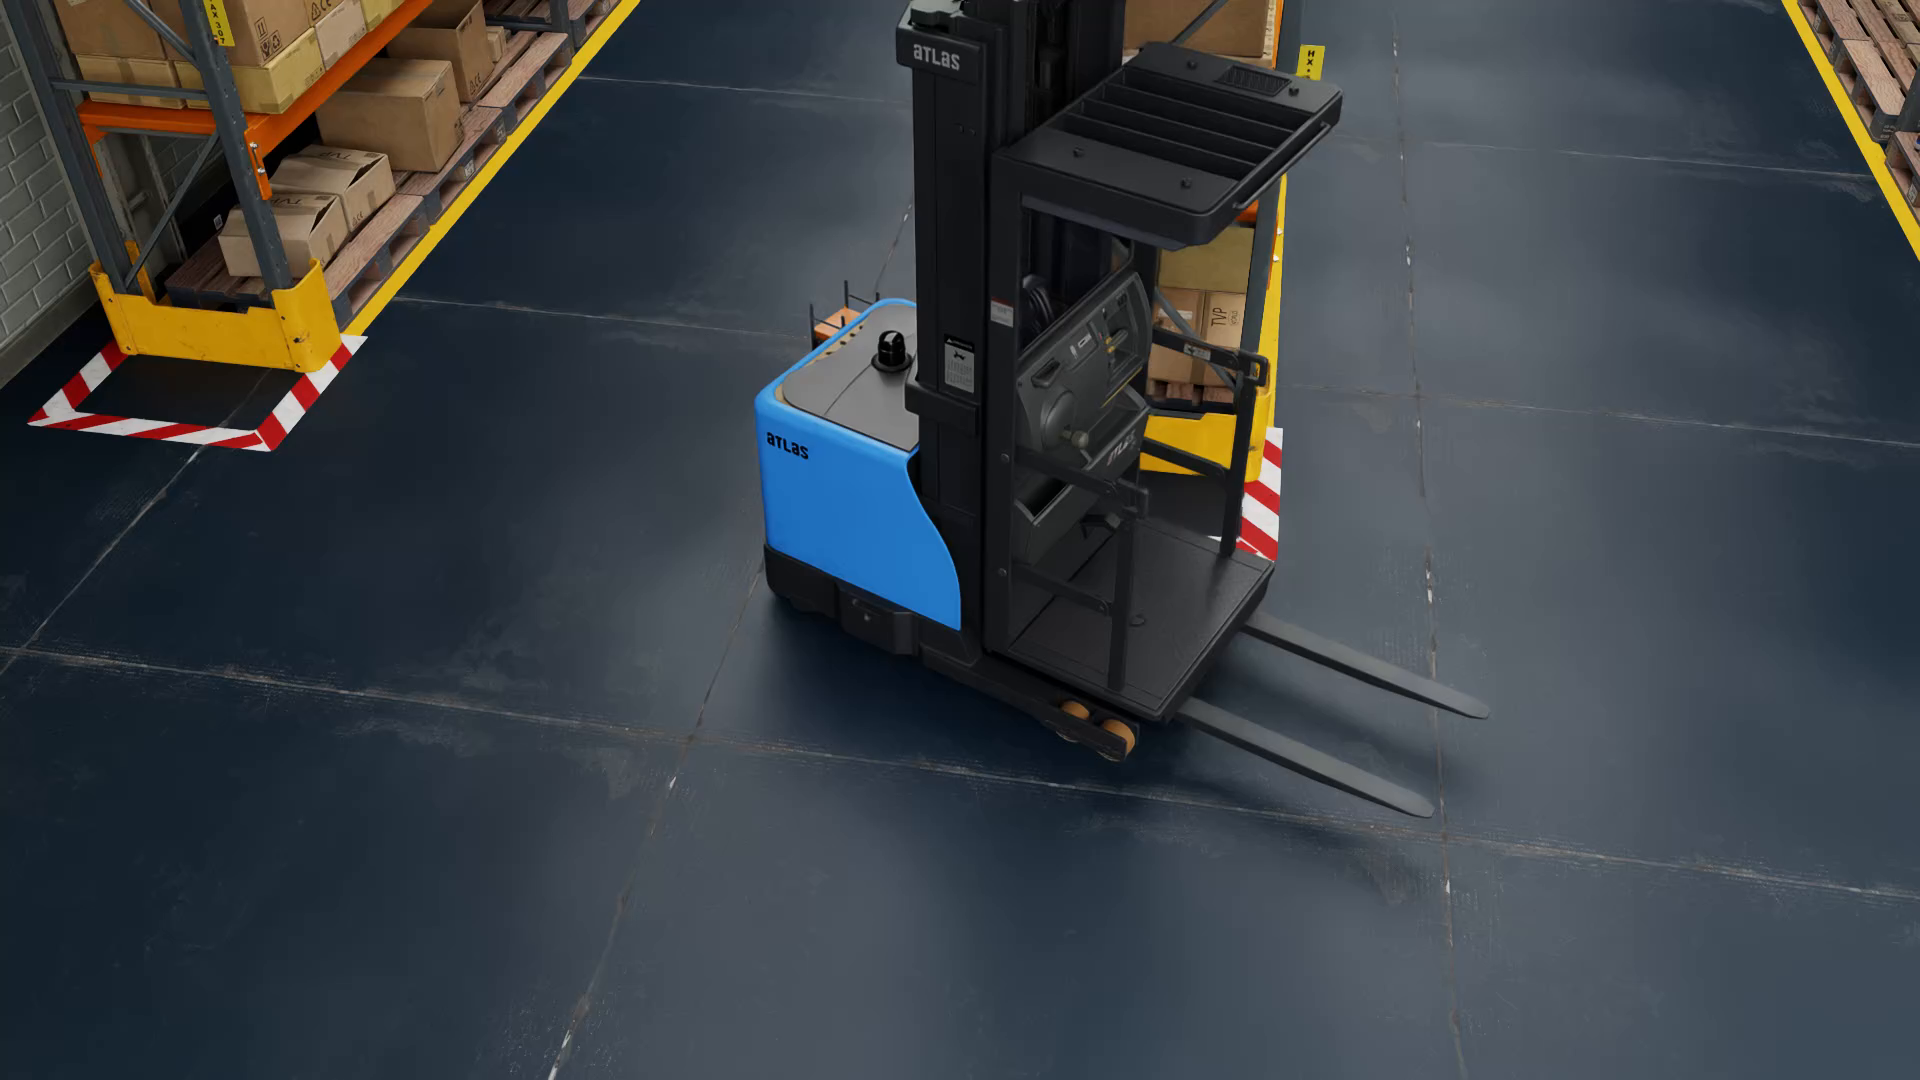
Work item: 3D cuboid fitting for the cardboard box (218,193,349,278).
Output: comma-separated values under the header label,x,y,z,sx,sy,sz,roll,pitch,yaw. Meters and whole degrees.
label,x,y,z,sx,sy,sz,roll,pitch,yaw
cardboard box,-3.759,-1.719,9.240,0.500,0.311,0.500,2,40,3

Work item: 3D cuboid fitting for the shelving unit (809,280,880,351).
label,x,y,z,sx,sy,sz,roll,pitch,yaw
shelving unit,-0.513,-0.673,7.739,0.215,1.050,0.252,25,46,27

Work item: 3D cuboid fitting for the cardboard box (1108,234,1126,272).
label,x,y,z,sx,sy,sz,roll,pitch,yaw
cardboard box,0.712,-1.378,8.302,0.500,0.500,0.500,6,40,8

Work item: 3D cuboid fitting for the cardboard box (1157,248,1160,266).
label,x,y,z,sx,sy,sz,roll,pitch,yaw
cardboard box,0.873,-1.718,9.302,0.500,0.250,0.500,6,40,8

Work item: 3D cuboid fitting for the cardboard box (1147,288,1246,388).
label,x,y,z,sx,sy,sz,roll,pitch,yaw
cardboard box,1.224,-1.032,8.472,0.500,0.250,0.500,6,40,8

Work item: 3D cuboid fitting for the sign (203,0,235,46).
label,x,y,z,sx,sy,sz,roll,pitch,yaw
sign,-3.433,-2.435,7.662,0.100,0.325,0.005,6,40,8

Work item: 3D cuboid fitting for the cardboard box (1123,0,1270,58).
label,x,y,z,sx,sy,sz,roll,pitch,yaw
cardboard box,1.015,-2.481,7.300,0.700,0.500,0.500,7,40,8

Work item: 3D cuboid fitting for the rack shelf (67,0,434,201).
label,x,y,z,sx,sy,sz,roll,pitch,yaw
rack shelf,-3.621,-3.139,9.757,1.077,0.370,4.000,6,40,8

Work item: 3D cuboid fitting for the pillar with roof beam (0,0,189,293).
label,x,y,z,sx,sy,sz,roll,pitch,yaw
pillar with roof beam,-0.458,-4.533,6.171,9.100,9.000,0.400,6,40,8

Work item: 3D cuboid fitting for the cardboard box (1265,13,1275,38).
label,x,y,z,sx,sy,sz,roll,pitch,yaw
cardboard box,1.235,-2.294,7.584,0.380,0.149,0.250,5,40,7

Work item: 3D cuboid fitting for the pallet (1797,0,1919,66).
label,x,y,z,sx,sy,sz,roll,pitch,yaw
pallet,6.789,-3.770,12.144,1.003,0.211,1.213,6,40,8

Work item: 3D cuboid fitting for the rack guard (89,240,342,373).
label,x,y,z,sx,sy,sz,roll,pitch,yaw
rack guard,-3.954,-1.246,8.864,1.175,0.500,0.348,6,40,8

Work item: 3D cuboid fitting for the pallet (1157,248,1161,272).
label,x,y,z,sx,sy,sz,roll,pitch,yaw
pallet,1.217,-1.791,9.750,1.003,0.211,1.213,6,40,8

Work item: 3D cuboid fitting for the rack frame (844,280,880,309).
label,x,y,z,sx,sy,sz,roll,pitch,yaw
rack frame,-0.441,-0.735,7.815,0.200,1.050,0.008,25,46,27

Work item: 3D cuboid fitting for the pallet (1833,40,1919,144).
label,x,y,z,sx,sy,sz,roll,pitch,yaw
pallet,6.580,-3.002,11.215,1.003,0.211,1.213,6,40,8

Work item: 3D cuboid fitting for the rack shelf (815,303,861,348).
label,x,y,z,sx,sy,sz,roll,pitch,yaw
rack shelf,-0.514,-0.884,7.565,0.215,0.259,0.240,25,46,27

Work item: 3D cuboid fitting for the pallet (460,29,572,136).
label,x,y,z,sx,sy,sz,roll,pitch,yaw
pallet,-3.357,-3.172,11.420,1.003,0.211,1.213,6,40,8

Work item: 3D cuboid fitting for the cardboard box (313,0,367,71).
label,x,y,z,sx,sy,sz,roll,pitch,yaw
cardboard box,-3.495,-2.710,8.776,0.500,0.250,0.500,5,40,6

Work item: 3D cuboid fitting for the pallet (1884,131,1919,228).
label,x,y,z,sx,sy,sz,roll,pitch,yaw
pallet,6.325,-2.088,10.109,1.003,0.211,1.213,6,40,8

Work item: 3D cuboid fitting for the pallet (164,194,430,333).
label,x,y,z,sx,sy,sz,roll,pitch,yaw
pallet,-3.779,-1.640,9.568,1.003,0.211,1.213,6,40,8

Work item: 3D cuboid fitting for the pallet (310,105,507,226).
label,x,y,z,sx,sy,sz,roll,pitch,yaw
pallet,-3.566,-2.404,10.492,1.003,0.211,1.213,6,40,8

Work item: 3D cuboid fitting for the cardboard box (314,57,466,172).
label,x,y,z,sx,sy,sz,roll,pitch,yaw
cardboard box,-3.484,-2.604,10.163,0.700,0.500,0.500,4,40,5

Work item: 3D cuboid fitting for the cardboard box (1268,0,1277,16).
label,x,y,z,sx,sy,sz,roll,pitch,yaw
cardboard box,1.280,-2.451,7.773,0.380,0.149,0.250,7,40,8

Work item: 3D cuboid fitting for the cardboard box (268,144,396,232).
label,x,y,z,sx,sy,sz,roll,pitch,yaw
cardboard box,-3.661,-2.077,9.673,0.500,0.311,0.500,10,41,11

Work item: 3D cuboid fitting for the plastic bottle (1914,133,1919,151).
label,x,y,z,sx,sy,sz,roll,pitch,yaw
plastic bottle,5.995,-2.546,10.271,0.097,0.271,0.097,0,40,0

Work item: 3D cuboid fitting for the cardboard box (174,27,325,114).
label,x,y,z,sx,sy,sz,roll,pitch,yaw
cardboard box,-3.570,-2.382,8.380,0.500,0.250,0.500,5,40,6

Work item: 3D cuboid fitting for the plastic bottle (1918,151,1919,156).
label,x,y,z,sx,sy,sz,roll,pitch,yaw
plastic bottle,5.978,-2.455,10.216,0.097,0.201,0.097,0,40,0

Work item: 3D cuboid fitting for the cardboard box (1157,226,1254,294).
label,x,y,z,sx,sy,sz,roll,pitch,yaw
cardboard box,1.309,-1.635,8.613,0.500,0.500,0.500,6,40,8

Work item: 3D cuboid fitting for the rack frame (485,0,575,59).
label,x,y,z,sx,sy,sz,roll,pitch,yaw
rack frame,-3.275,-4.672,11.046,1.000,3.000,0.127,6,40,8

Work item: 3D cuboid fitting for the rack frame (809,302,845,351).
label,x,y,z,sx,sy,sz,roll,pitch,yaw
rack frame,-0.585,-0.610,7.663,0.200,1.050,0.008,25,46,27

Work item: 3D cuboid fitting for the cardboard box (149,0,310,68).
label,x,y,z,sx,sy,sz,roll,pitch,yaw
cardboard box,-3.589,-2.667,8.135,0.500,0.500,0.500,6,40,8

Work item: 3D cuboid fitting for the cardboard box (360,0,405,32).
label,x,y,z,sx,sy,sz,roll,pitch,yaw
cardboard box,-3.401,-3.029,9.162,0.500,0.250,0.500,6,40,7

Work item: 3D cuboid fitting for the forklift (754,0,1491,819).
label,x,y,z,sx,sy,sz,roll,pitch,yaw
forklift,0.654,-0.632,6.214,3.031,2.935,1.130,22,45,25

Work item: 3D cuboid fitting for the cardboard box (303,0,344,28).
label,x,y,z,sx,sy,sz,roll,pitch,yaw
cardboard box,-3.494,-2.976,8.509,0.500,0.500,0.500,7,40,8

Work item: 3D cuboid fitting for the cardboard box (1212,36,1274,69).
label,x,y,z,sx,sy,sz,roll,pitch,yaw
cardboard box,1.192,-2.128,7.383,0.380,0.149,0.250,6,40,7

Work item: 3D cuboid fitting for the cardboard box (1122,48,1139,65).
label,x,y,z,sx,sy,sz,roll,pitch,yaw
cardboard box,0.790,-2.167,7.429,0.380,0.149,0.250,6,40,7

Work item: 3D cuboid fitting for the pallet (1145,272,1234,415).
label,x,y,z,sx,sy,sz,roll,pitch,yaw
pallet,1.003,-1.027,8.827,1.003,0.211,1.213,6,40,8

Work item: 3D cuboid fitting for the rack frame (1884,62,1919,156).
label,x,y,z,sx,sy,sz,roll,pitch,yaw
rack frame,6.482,-3.579,9.725,1.000,3.000,0.127,6,40,8

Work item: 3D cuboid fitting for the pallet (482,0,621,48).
label,x,y,z,sx,sy,sz,roll,pitch,yaw
pallet,-3.142,-4.086,12.526,1.003,0.211,1.213,6,40,8

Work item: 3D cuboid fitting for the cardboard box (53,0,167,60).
label,x,y,z,sx,sy,sz,roll,pitch,yaw
cardboard box,-4.095,-2.720,8.199,0.500,0.500,0.500,6,40,7

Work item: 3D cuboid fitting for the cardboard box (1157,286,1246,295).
label,x,y,z,sx,sy,sz,roll,pitch,yaw
cardboard box,1.307,-1.346,8.852,0.500,0.250,0.500,6,40,8

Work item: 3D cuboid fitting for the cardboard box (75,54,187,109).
label,x,y,z,sx,sy,sz,roll,pitch,yaw
cardboard box,-4.078,-2.426,8.432,0.500,0.250,0.500,7,40,8

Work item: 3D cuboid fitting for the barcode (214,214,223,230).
label,x,y,z,sx,sy,sz,roll,pitch,yaw
barcode,-4.150,-1.778,9.304,0.001,0.075,0.075,6,40,8

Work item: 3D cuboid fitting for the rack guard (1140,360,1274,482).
label,x,y,z,sx,sy,sz,roll,pitch,yaw
rack guard,0.908,-0.639,8.131,1.175,0.500,0.348,6,40,8

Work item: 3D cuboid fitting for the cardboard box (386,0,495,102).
label,x,y,z,sx,sy,sz,roll,pitch,yaw
cardboard box,-3.416,-3.222,10.910,0.500,0.500,0.500,4,40,4

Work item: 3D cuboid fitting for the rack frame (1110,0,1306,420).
label,x,y,z,sx,sy,sz,roll,pitch,yaw
rack frame,0.912,-1.617,7.352,1.000,3.000,0.127,6,40,8

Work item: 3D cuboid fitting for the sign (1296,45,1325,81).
label,x,y,z,sx,sy,sz,roll,pitch,yaw
sign,1.458,-1.917,6.973,0.100,0.325,0.005,6,40,8

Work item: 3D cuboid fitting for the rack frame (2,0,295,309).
label,x,y,z,sx,sy,sz,roll,pitch,yaw
rack frame,-3.968,-2.161,8.010,1.000,3.000,0.127,6,40,8

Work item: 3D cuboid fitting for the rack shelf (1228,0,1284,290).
label,x,y,z,sx,sy,sz,roll,pitch,yaw
rack shelf,1.258,-2.595,9.100,1.077,0.370,4.000,6,40,8

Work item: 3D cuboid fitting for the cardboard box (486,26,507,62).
label,x,y,z,sx,sy,sz,roll,pitch,yaw
cardboard box,-3.338,-3.410,11.399,0.380,0.166,0.250,2,40,2
